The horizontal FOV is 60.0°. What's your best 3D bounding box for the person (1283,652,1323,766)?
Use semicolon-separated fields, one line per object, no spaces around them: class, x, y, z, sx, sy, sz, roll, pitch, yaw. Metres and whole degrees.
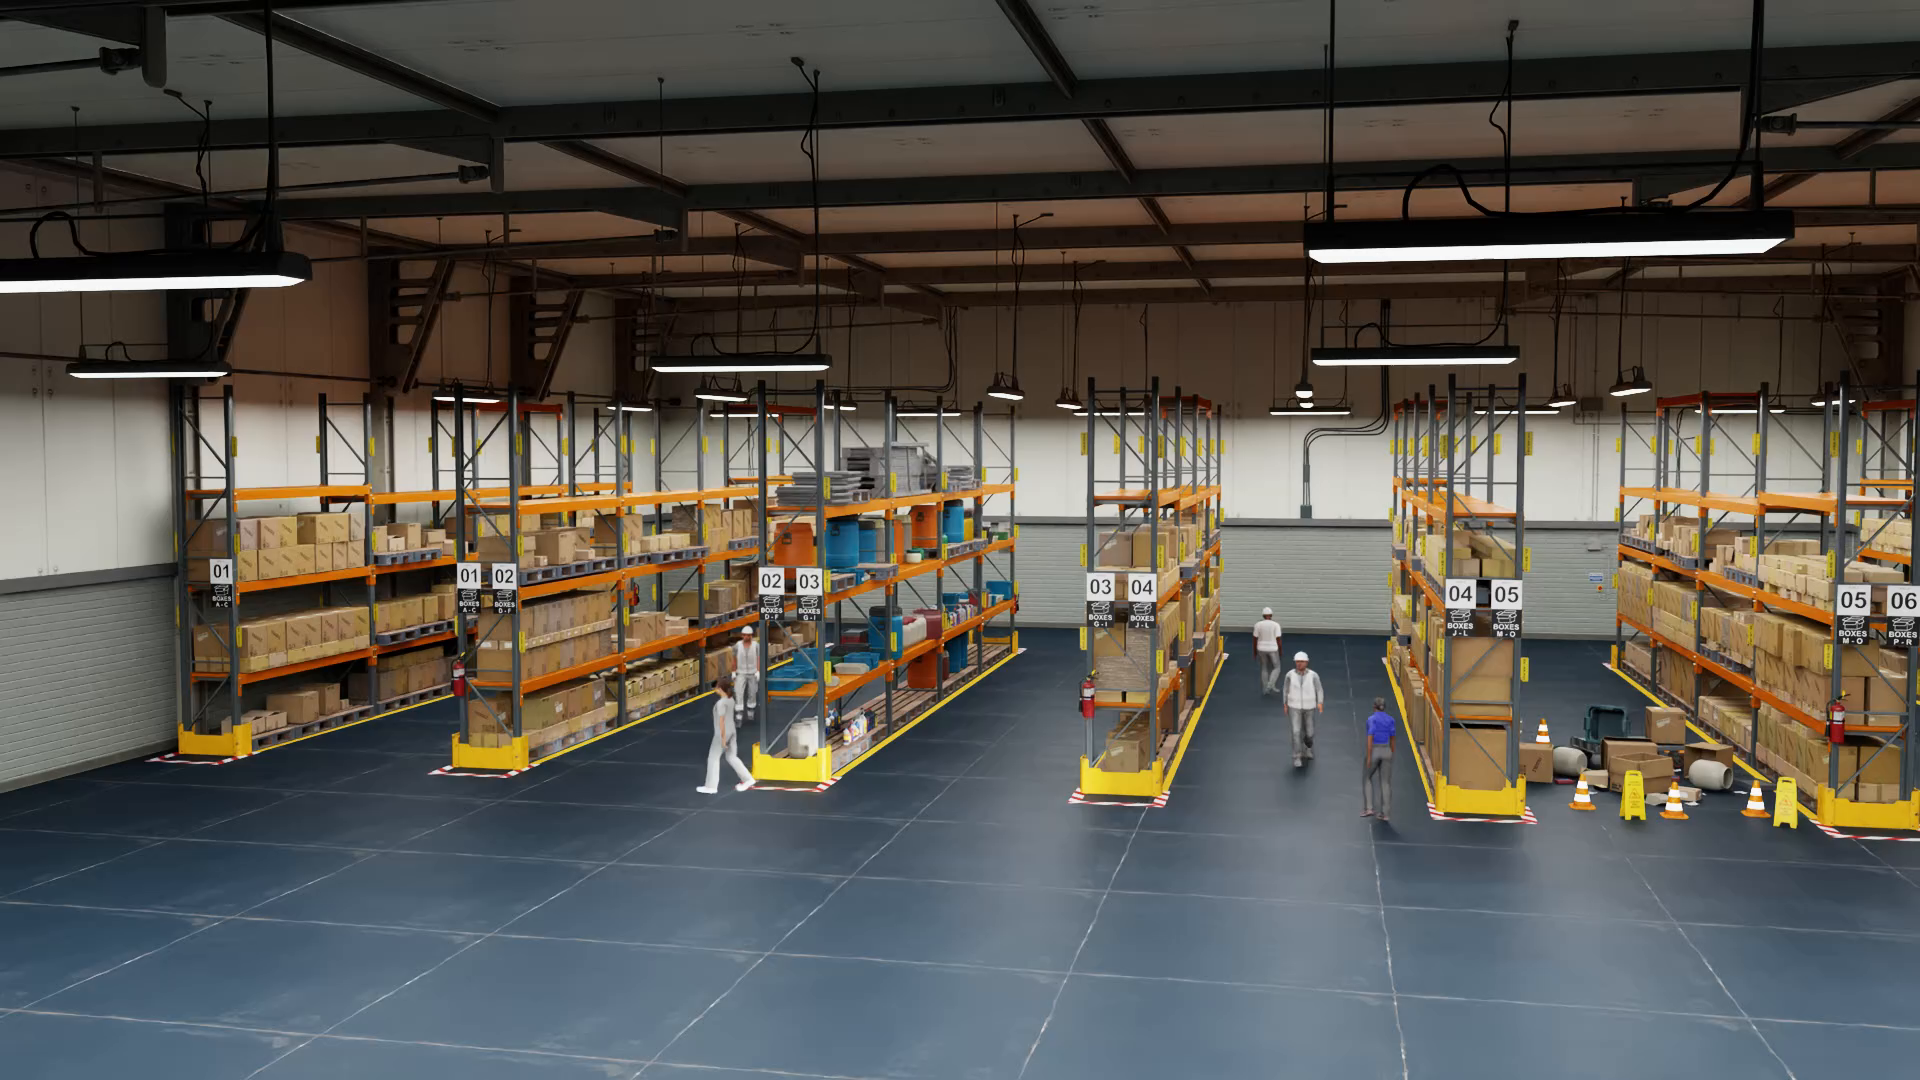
person;5.423;2.646;26.294;0.617;1.768;0.821;1;3;11

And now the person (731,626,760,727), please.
person;-3.837;2.435;29.959;0.552;1.765;0.867;-1;3;-10

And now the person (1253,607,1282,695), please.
person;6.212;2.246;33.613;0.596;1.767;0.539;1;3;24

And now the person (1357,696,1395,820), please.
person;5.650;2.950;22.340;0.465;1.698;0.556;0;3;-6

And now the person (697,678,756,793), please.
person;-3.378;2.822;24.014;0.810;1.656;0.435;1;3;21
